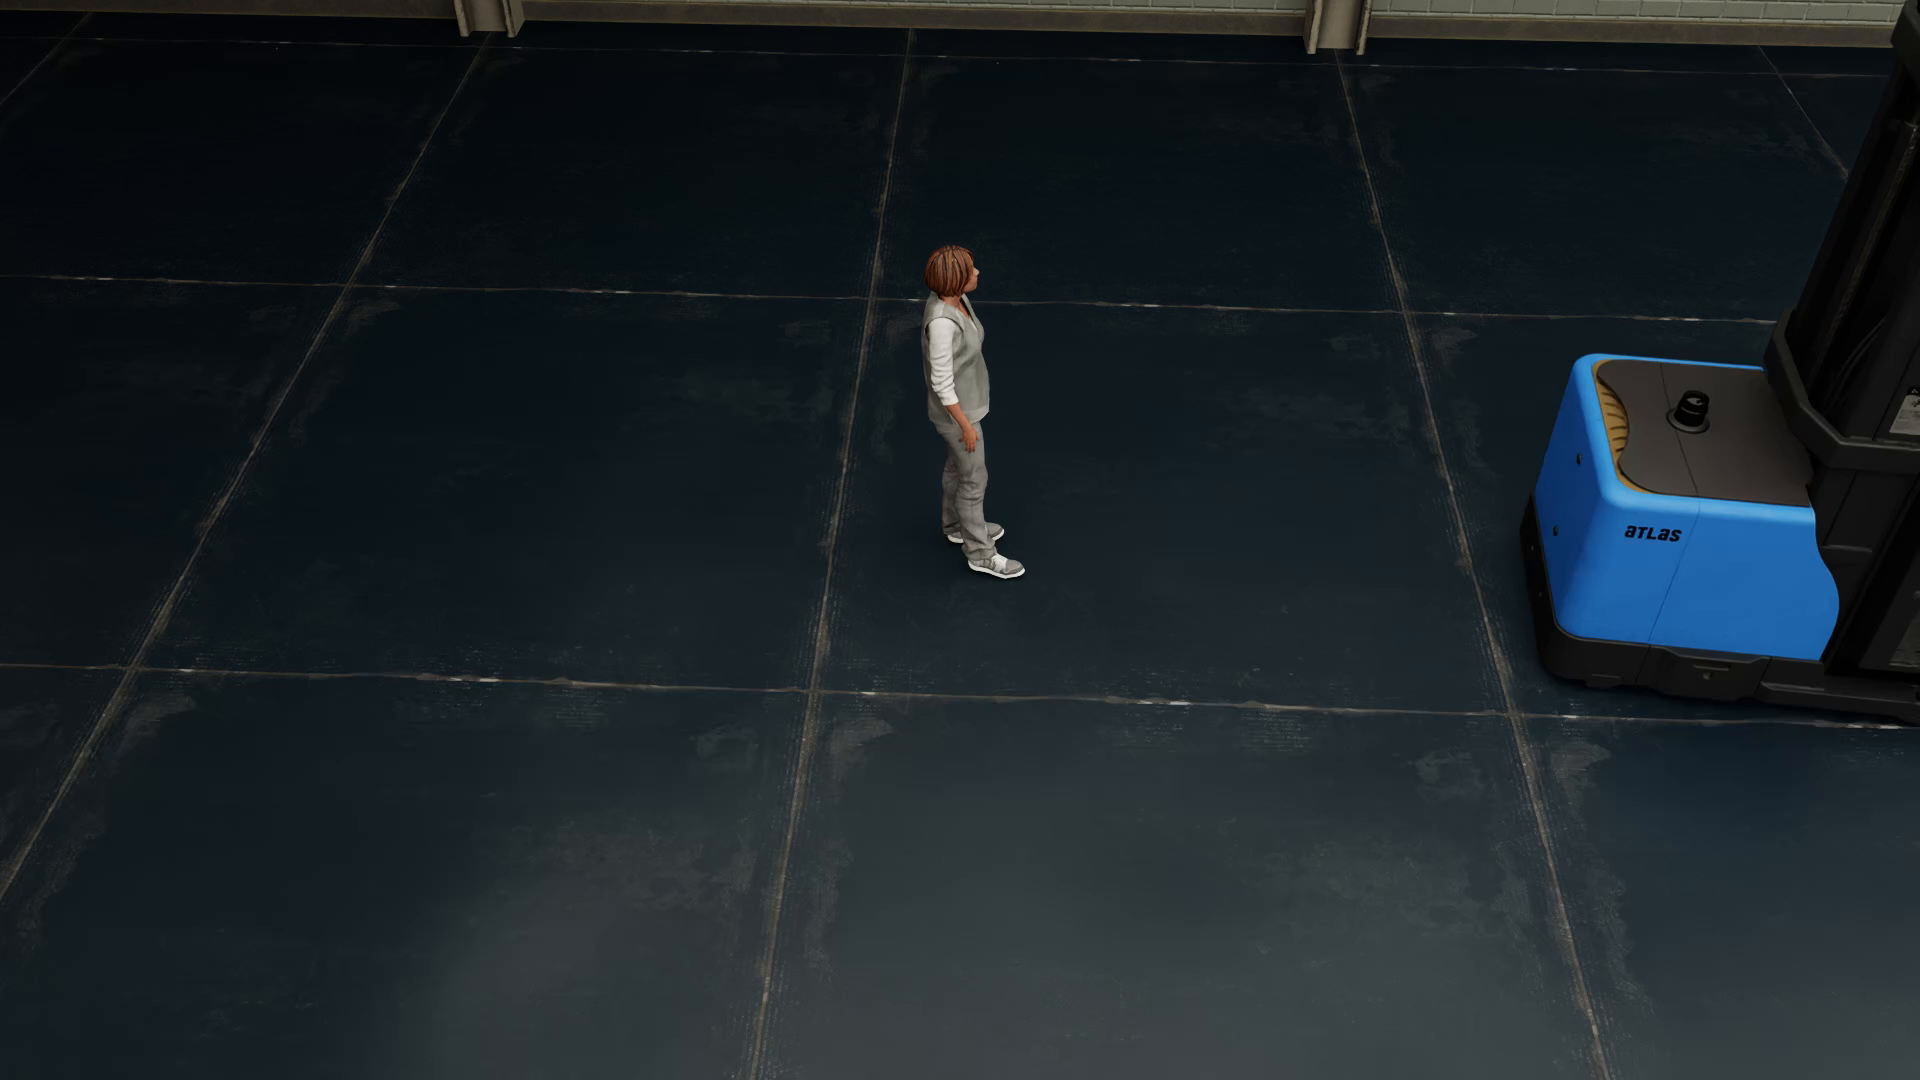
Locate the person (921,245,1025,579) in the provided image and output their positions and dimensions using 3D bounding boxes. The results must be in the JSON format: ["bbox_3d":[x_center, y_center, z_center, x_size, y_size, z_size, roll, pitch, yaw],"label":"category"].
[{"bbox_3d":[0.073,-0.583,7.360,0.475,1.597,0.520,2,42,2],"label":"person"}]

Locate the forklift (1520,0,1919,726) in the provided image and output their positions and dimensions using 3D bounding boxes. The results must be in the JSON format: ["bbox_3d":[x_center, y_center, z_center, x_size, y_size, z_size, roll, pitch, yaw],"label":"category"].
[{"bbox_3d":[4.086,-0.649,6.454,3.031,2.935,1.130,5,43,6],"label":"forklift"}]
